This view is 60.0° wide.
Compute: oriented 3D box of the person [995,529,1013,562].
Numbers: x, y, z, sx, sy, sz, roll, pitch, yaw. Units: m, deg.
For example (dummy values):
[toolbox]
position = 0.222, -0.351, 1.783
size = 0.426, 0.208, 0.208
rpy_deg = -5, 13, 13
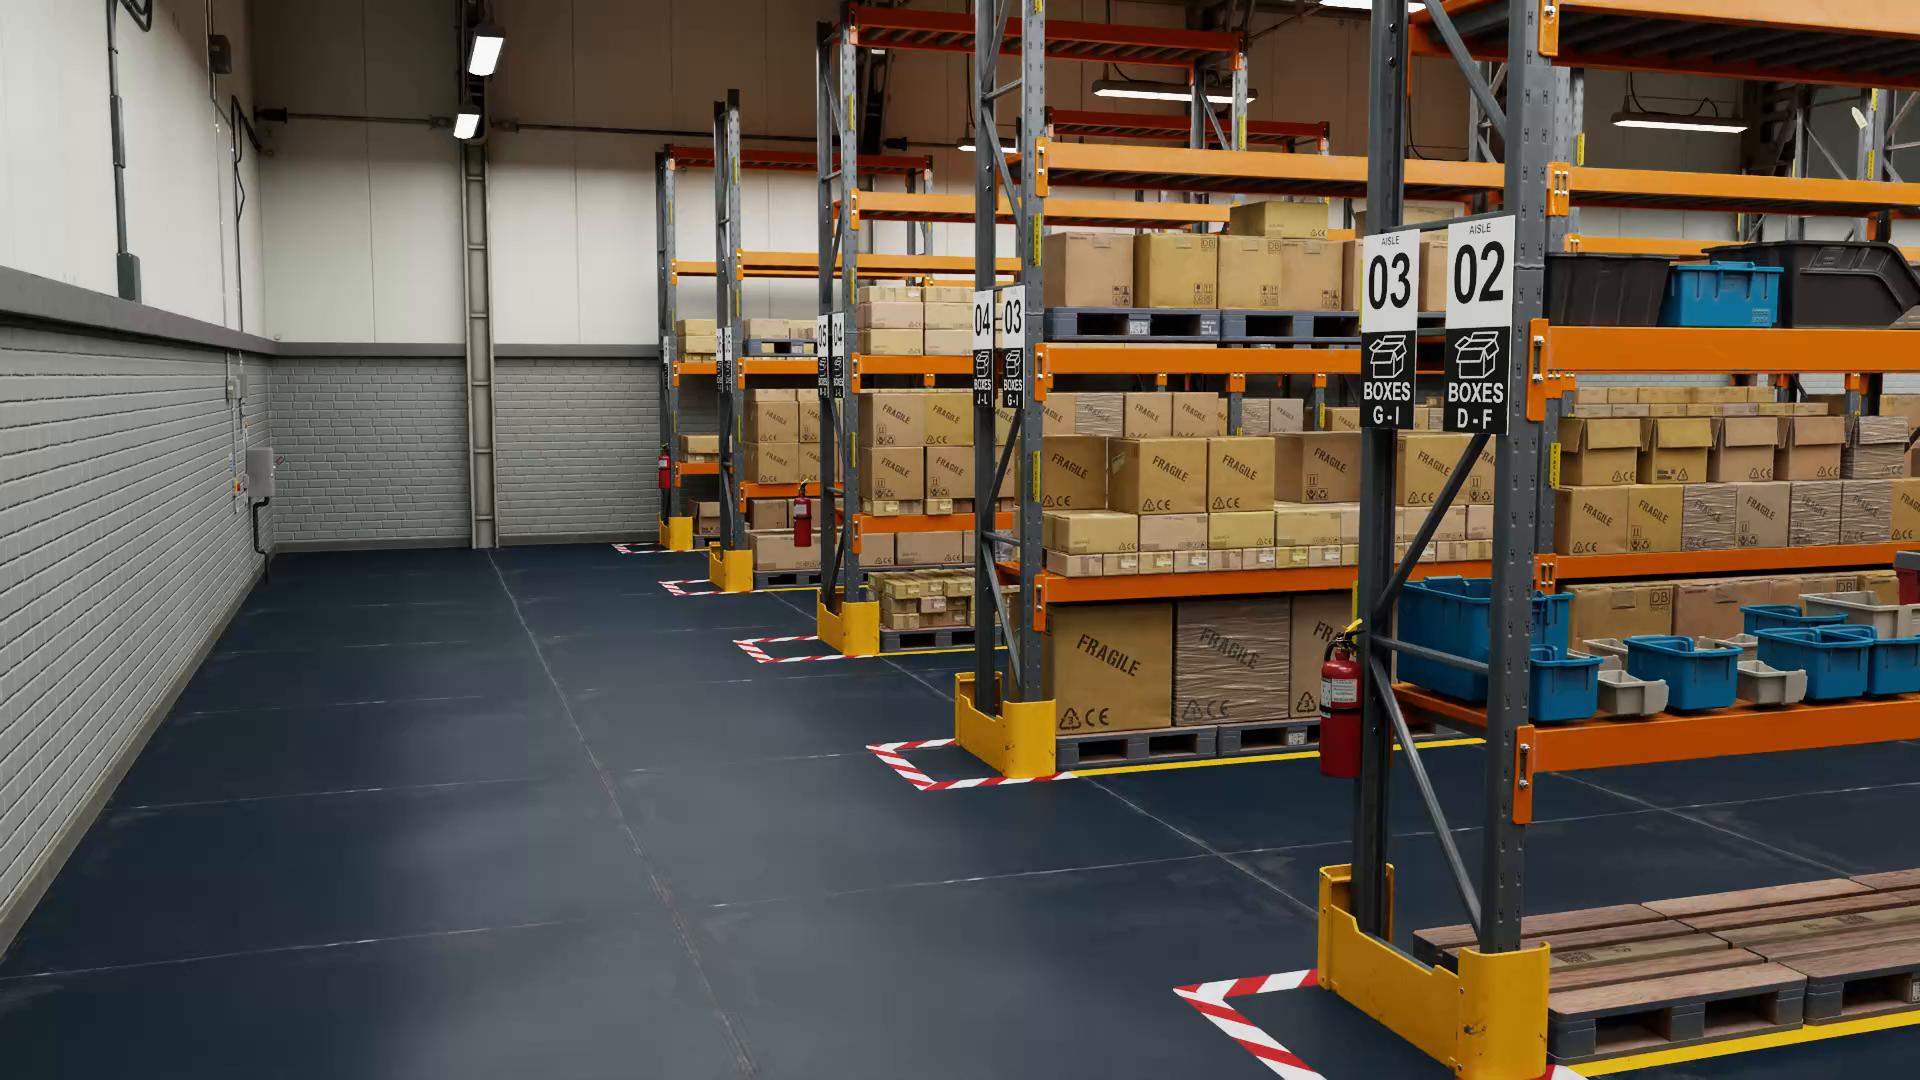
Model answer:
[person]
position = 0.513, -0.193, 19.501
size = 0.445, 1.781, 0.621
rpy_deg = -2, 6, -22
